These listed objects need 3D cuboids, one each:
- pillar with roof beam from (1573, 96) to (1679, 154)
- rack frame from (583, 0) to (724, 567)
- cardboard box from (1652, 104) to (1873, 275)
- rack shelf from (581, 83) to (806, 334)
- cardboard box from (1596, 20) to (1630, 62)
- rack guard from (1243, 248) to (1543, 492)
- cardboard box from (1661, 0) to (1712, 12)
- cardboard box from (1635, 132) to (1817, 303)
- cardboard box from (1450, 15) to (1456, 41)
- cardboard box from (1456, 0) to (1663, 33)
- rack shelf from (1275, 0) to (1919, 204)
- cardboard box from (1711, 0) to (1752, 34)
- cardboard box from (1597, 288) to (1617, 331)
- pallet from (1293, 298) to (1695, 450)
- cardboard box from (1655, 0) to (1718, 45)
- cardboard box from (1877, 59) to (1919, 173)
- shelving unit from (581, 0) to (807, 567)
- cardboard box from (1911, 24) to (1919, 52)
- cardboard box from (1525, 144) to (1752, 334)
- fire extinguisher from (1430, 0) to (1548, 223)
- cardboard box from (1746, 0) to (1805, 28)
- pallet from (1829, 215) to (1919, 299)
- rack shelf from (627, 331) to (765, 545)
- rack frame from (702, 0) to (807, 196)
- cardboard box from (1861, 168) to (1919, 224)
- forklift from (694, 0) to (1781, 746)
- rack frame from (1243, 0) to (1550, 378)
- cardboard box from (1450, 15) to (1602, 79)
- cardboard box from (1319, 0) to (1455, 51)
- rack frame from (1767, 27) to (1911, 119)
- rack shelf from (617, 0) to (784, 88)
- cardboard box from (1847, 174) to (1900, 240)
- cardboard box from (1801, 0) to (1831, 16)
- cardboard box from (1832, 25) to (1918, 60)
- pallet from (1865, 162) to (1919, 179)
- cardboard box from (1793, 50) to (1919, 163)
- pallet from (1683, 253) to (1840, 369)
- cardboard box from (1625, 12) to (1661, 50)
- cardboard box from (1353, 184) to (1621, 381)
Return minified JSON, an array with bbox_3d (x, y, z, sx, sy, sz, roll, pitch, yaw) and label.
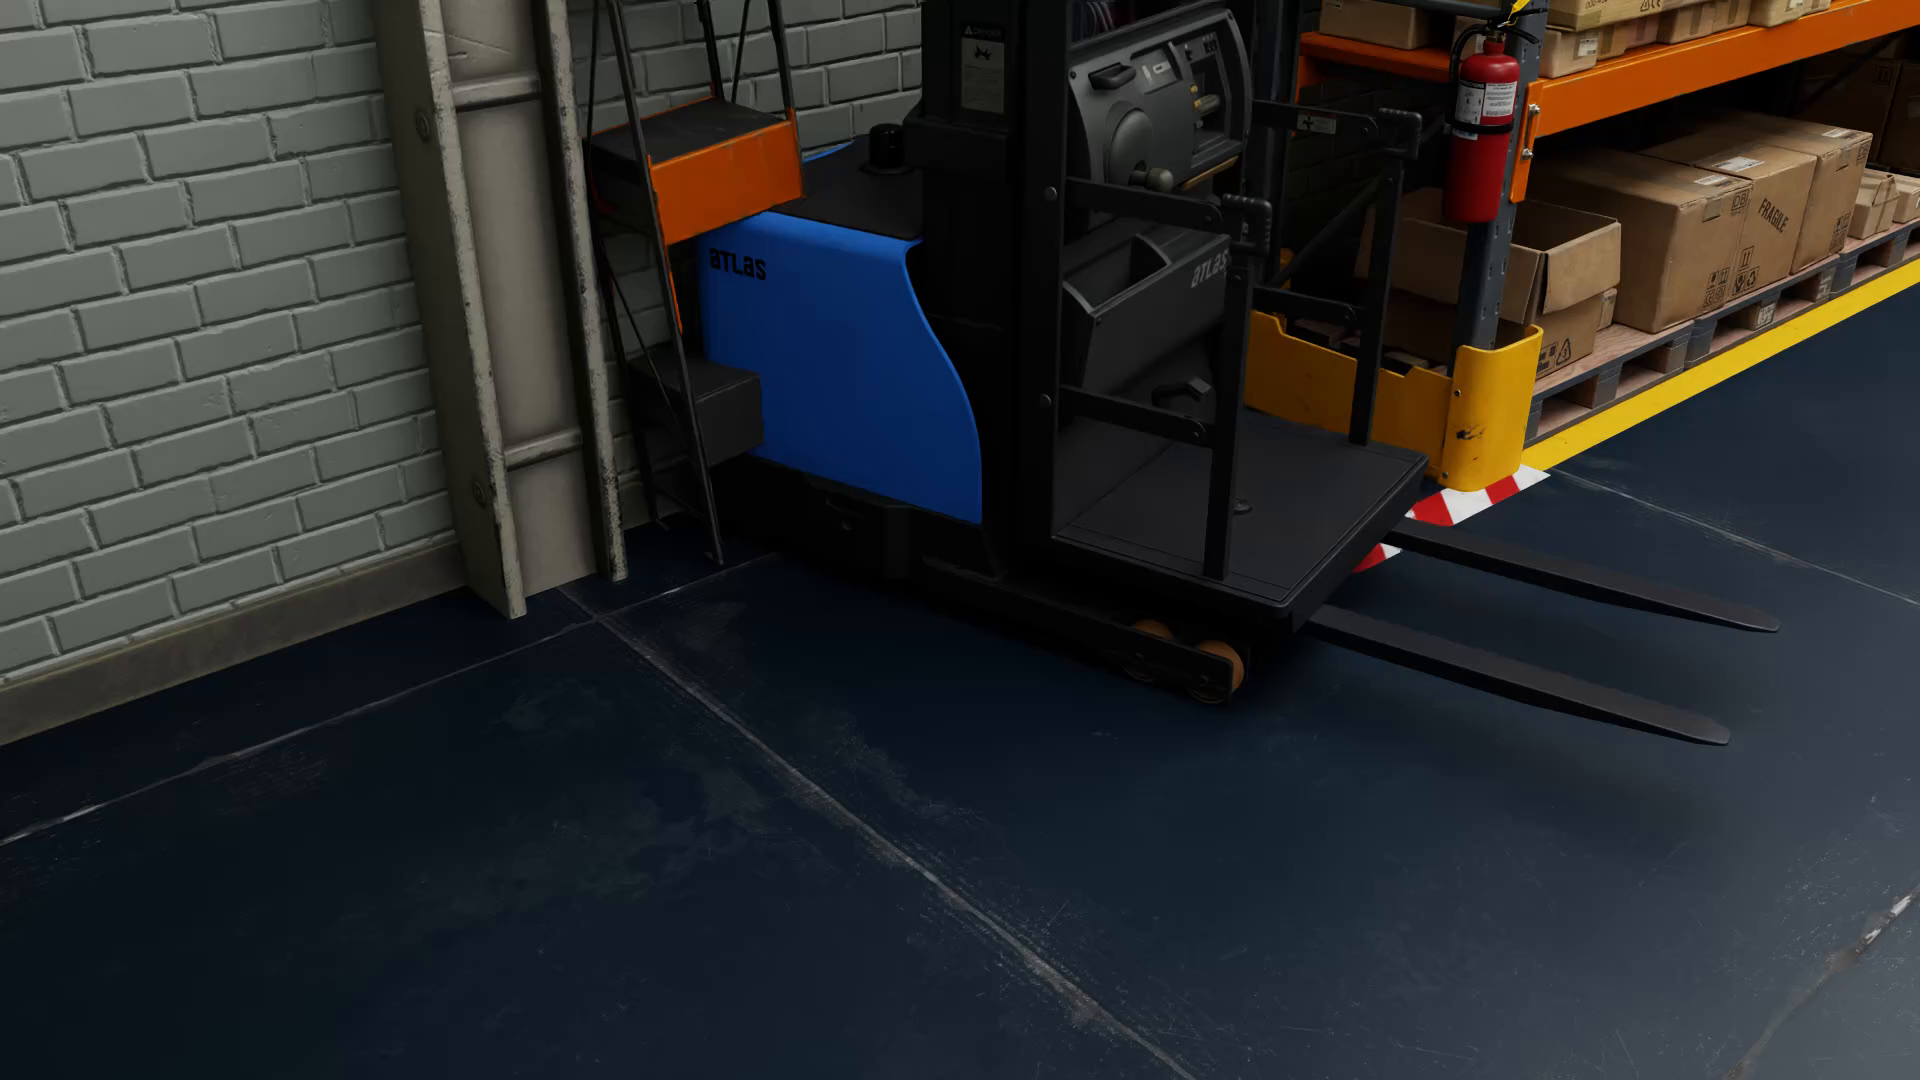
[{"bbox_3d":[6.105,-4.145,3.458,0.400,9.000,9.100,-22,35,-35],"label":"pillar with roof beam"},{"bbox_3d":[-0.944,-0.878,4.657,0.015,2.100,0.400,-28,39,-31],"label":"rack frame"},{"bbox_3d":[3.375,-1.510,7.099,0.500,0.500,0.700,-23,36,-37],"label":"cardboard box"},{"bbox_3d":[-0.759,-0.964,4.791,0.480,0.518,0.431,-28,39,-31],"label":"rack shelf"},{"bbox_3d":[1.974,-1.694,5.505,0.250,0.149,0.380,-21,35,-34],"label":"cardboard box"},{"bbox_3d":[1.441,-0.630,5.898,0.348,0.500,1.175,-22,35,-35],"label":"rack guard"},{"bbox_3d":[2.286,-1.970,5.598,0.500,0.250,0.500,-21,35,-34],"label":"cardboard box"},{"bbox_3d":[3.052,-1.318,6.740,0.500,0.500,0.500,-21,35,-34],"label":"cardboard box"},{"bbox_3d":[1.694,-1.851,5.798,0.250,0.149,0.380,-21,34,-34],"label":"cardboard box"},{"bbox_3d":[1.903,-1.816,5.309,0.500,0.250,0.500,-22,35,-35],"label":"cardboard box"},{"bbox_3d":[2.904,-2.003,6.579,4.000,0.370,1.077,-22,35,-35],"label":"rack shelf"},{"bbox_3d":[2.582,-1.926,5.938,0.250,0.149,0.380,-21,35,-34],"label":"cardboard box"},{"bbox_3d":[2.258,-0.906,6.341,0.250,0.149,0.380,-24,36,-37],"label":"cardboard box"},{"bbox_3d":[2.046,-0.746,6.423,1.213,0.211,1.003,-22,35,-35],"label":"pallet"},{"bbox_3d":[2.384,-1.843,5.782,0.250,0.149,0.380,-21,34,-33],"label":"cardboard box"},{"bbox_3d":[4.940,-2.082,8.171,0.500,0.500,0.500,-20,34,-33],"label":"cardboard box"},{"bbox_3d":[-0.760,-0.976,4.784,0.503,2.100,0.431,-28,39,-31],"label":"shelving unit"},{"bbox_3d":[4.715,-2.600,8.450,0.250,0.149,0.380,-22,35,-35],"label":"cardboard box"},{"bbox_3d":[2.585,-1.192,6.505,0.500,0.500,0.700,-20,34,-33],"label":"cardboard box"},{"bbox_3d":[1.571,-1.299,4.977,0.183,0.674,0.296,-22,35,-35],"label":"fire extinguisher"},{"bbox_3d":[2.823,-1.976,6.032,0.250,0.149,0.380,-23,36,-36],"label":"cardboard box"},{"bbox_3d":[3.903,-1.493,7.819,1.213,0.211,1.003,-22,35,-35],"label":"pallet"},{"bbox_3d":[-0.701,-0.374,5.163,0.480,0.518,0.431,-28,39,-31],"label":"rack shelf"},{"bbox_3d":[-0.576,-1.074,4.911,0.015,2.100,0.400,-28,39,-31],"label":"rack frame"},{"bbox_3d":[4.193,-1.585,7.612,0.250,0.149,0.380,-23,36,-36],"label":"cardboard box"},{"bbox_3d":[0.713,-1.143,4.279,3.031,2.935,1.130,17,33,29],"label":"forklift"},{"bbox_3d":[1.383,-1.709,5.265,0.127,3.000,1.000,-22,35,-35],"label":"rack frame"},{"bbox_3d":[1.811,-1.600,5.328,0.250,0.149,0.380,-22,35,-35],"label":"cardboard box"},{"bbox_3d":[1.461,-1.796,5.694,0.250,0.149,0.380,-22,35,-35],"label":"cardboard box"},{"bbox_3d":[4.426,-2.932,7.555,0.127,3.000,1.000,-22,35,-35],"label":"rack frame"},{"bbox_3d":[-0.816,-1.554,4.420,0.480,0.518,0.431,-28,39,-31],"label":"rack shelf"},{"bbox_3d":[3.921,-1.527,7.380,0.258,0.266,0.396,-20,34,-33],"label":"cardboard box"},{"bbox_3d":[3.010,-2.064,6.197,0.250,0.149,0.380,-21,35,-34],"label":"cardboard box"},{"bbox_3d":[4.519,-2.517,8.296,0.250,0.149,0.380,-24,36,-37],"label":"cardboard box"},{"bbox_3d":[5.020,-1.965,8.703,1.213,0.211,1.003,-22,35,-35],"label":"pallet"},{"bbox_3d":[4.607,-2.271,8.524,0.500,0.500,0.500,-22,35,-35],"label":"cardboard box"},{"bbox_3d":[2.974,-1.117,7.117,1.213,0.211,1.003,-22,35,-35],"label":"pallet"},{"bbox_3d":[2.152,-1.787,5.679,0.250,0.149,0.380,-22,35,-36],"label":"cardboard box"},{"bbox_3d":[1.910,-0.946,6.041,0.637,0.503,0.797,-24,36,-37],"label":"cardboard box"}]
